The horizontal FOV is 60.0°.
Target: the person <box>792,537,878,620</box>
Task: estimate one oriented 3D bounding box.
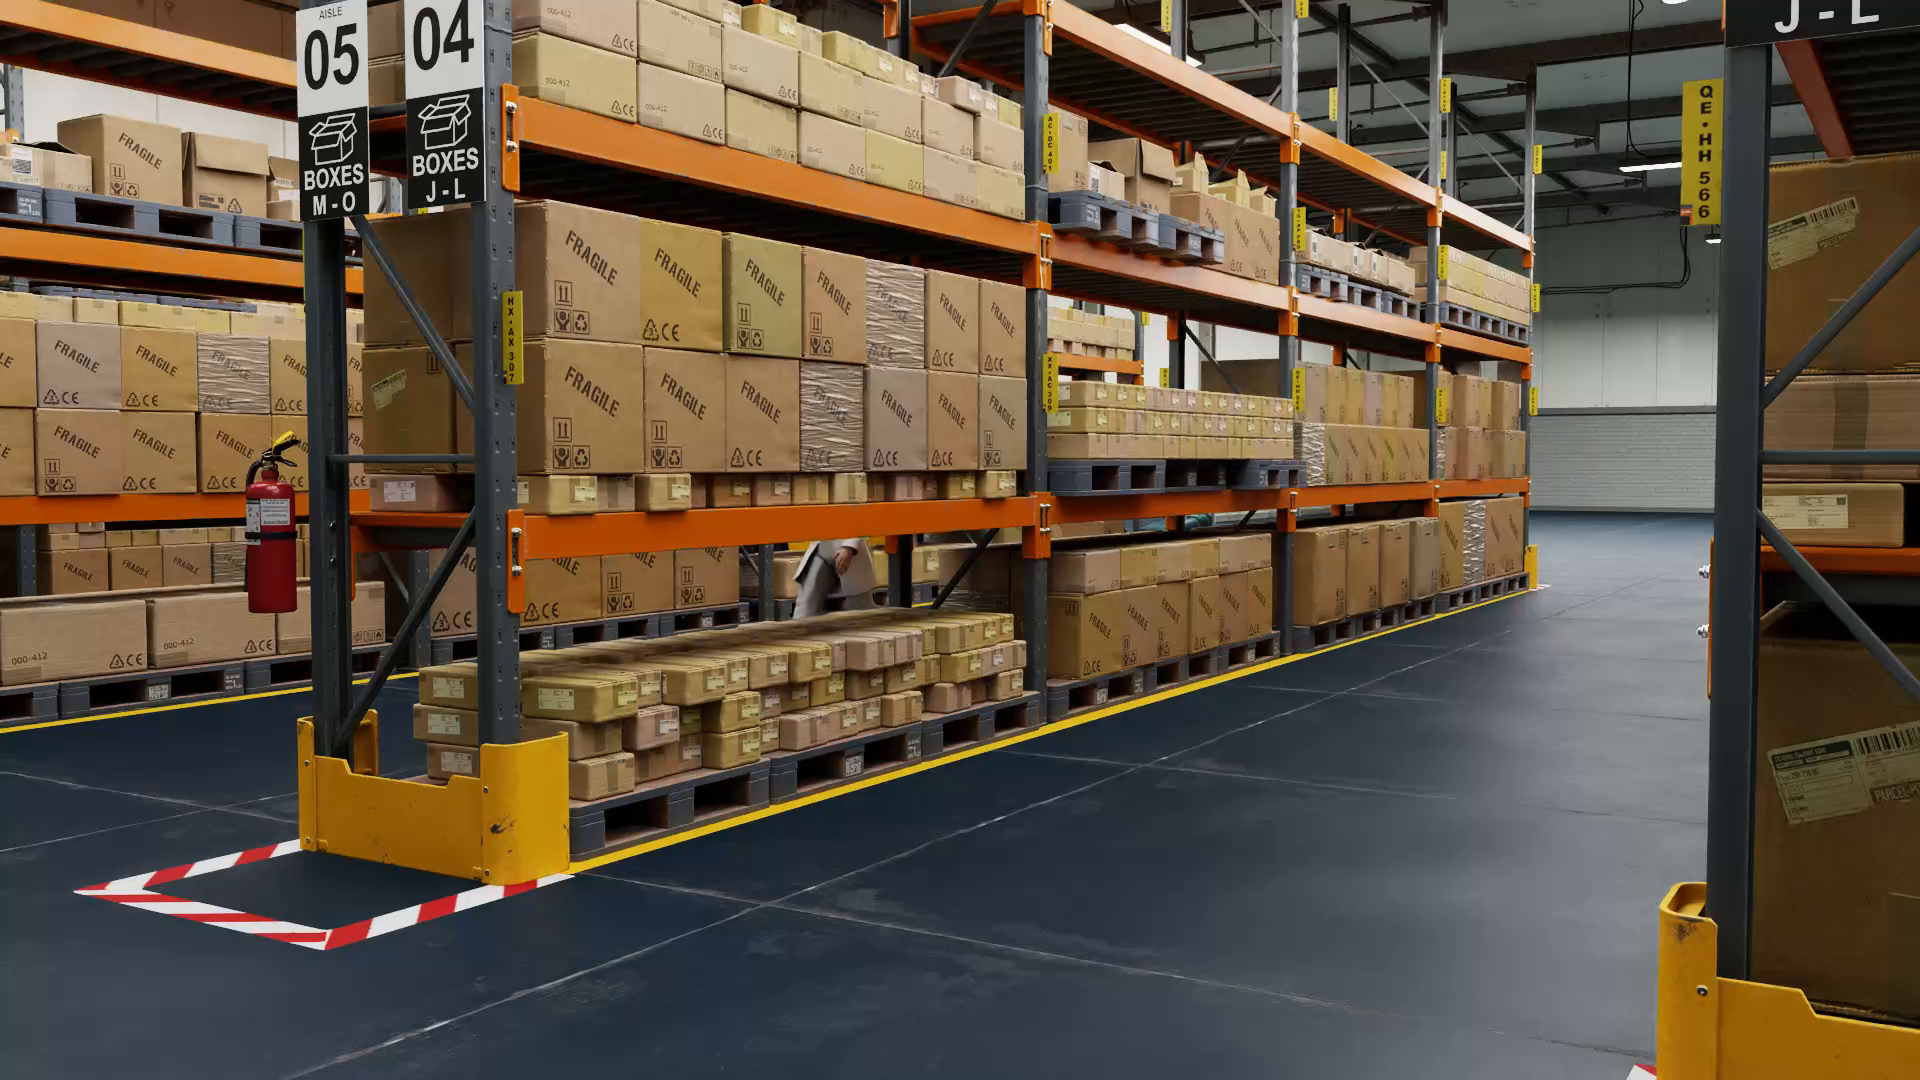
[{"bbox_3d":[-0.851,0.085,11.090,0.618,1.715,1.166,2,3,32],"label":"person"}]
